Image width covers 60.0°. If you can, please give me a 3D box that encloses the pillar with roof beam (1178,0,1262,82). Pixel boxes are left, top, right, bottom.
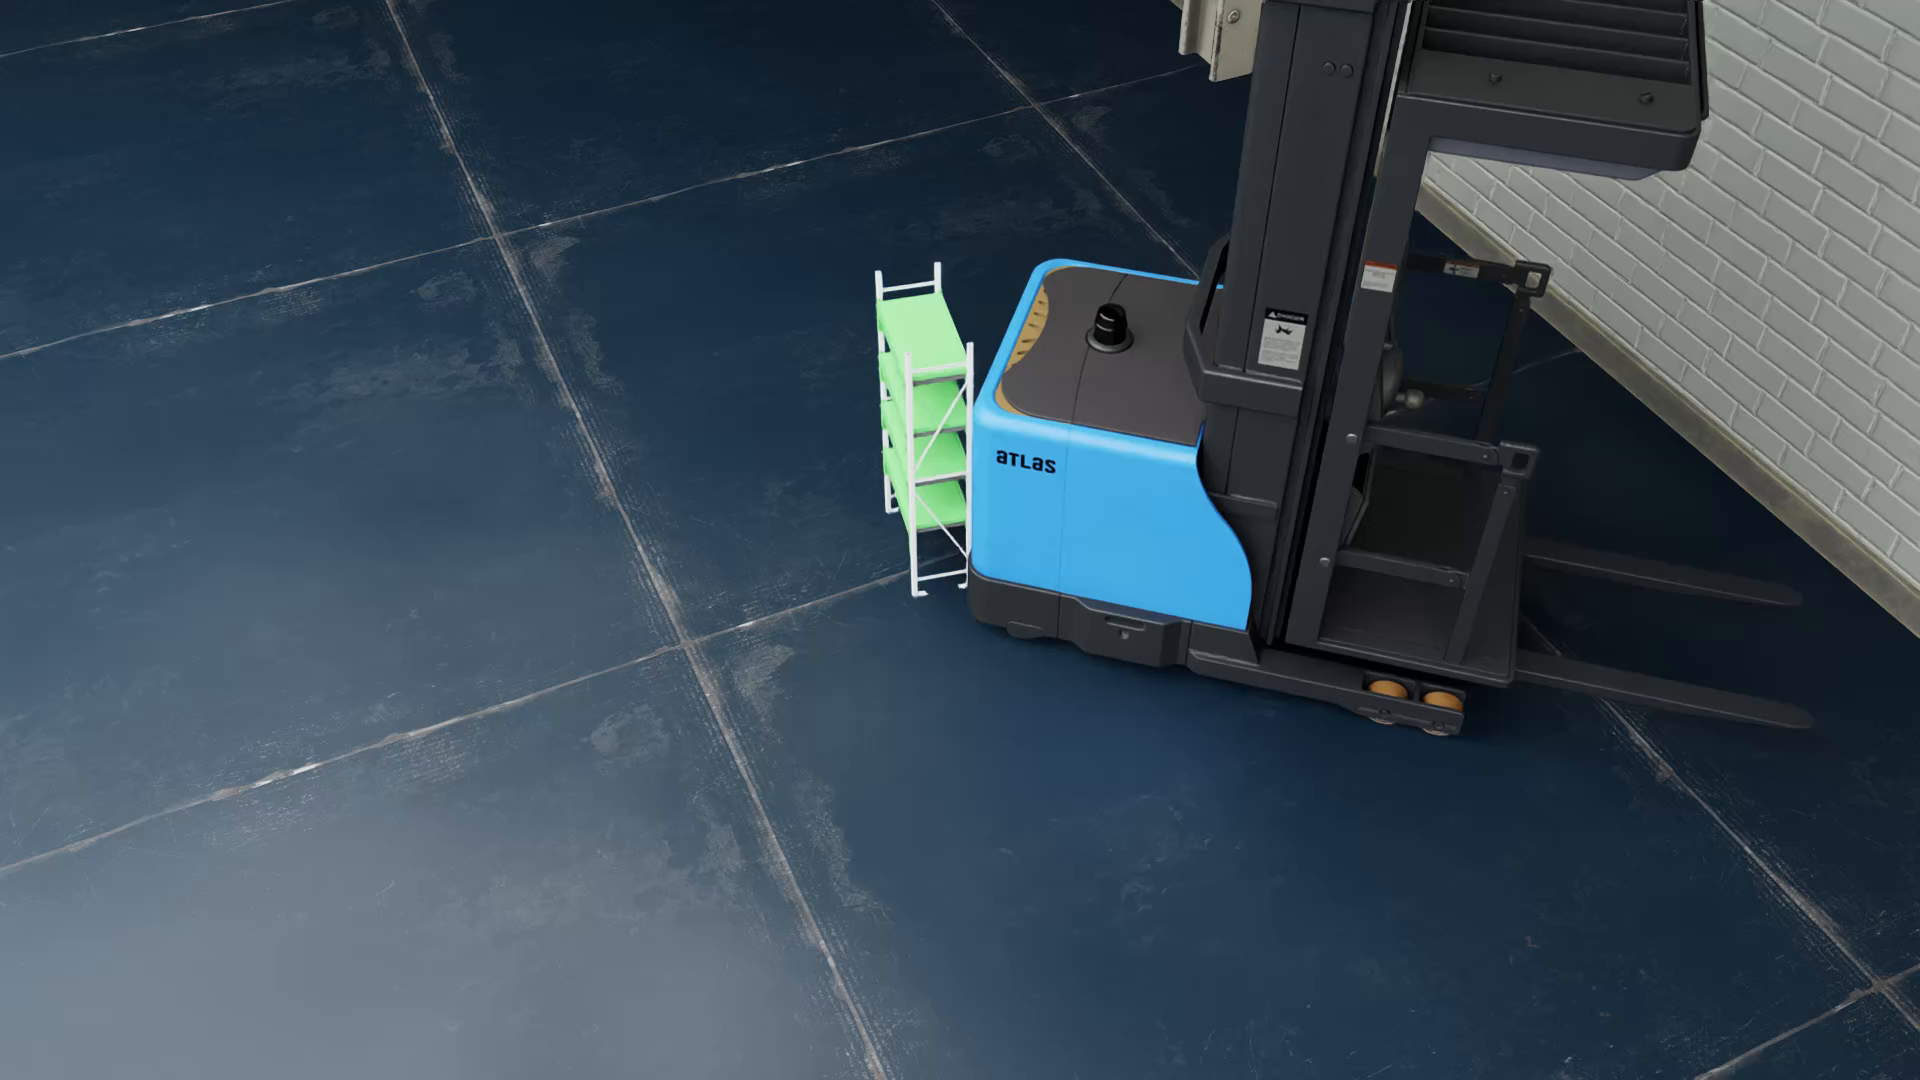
[{"bbox_3d":[-2.423,-4.679,5.085,9.100,9.000,0.400,-18,47,-17],"label":"pillar with roof beam"}]

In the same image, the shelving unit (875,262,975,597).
[{"bbox_3d":[-0.130,-0.397,6.298,0.258,1.200,0.503,-10,45,-10],"label":"shelving unit"}]

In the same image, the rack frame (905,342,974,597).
[{"bbox_3d":[-0.071,-0.230,6.129,0.240,1.200,0.015,-10,45,-10],"label":"rack frame"}]

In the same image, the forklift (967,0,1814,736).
[{"bbox_3d":[1.603,-0.753,5.426,3.031,2.935,1.130,11,46,11],"label":"forklift"}]

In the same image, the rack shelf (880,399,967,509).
[{"bbox_3d":[-0.130,-0.351,6.343,0.258,0.148,0.480,-10,45,-10],"label":"rack shelf"}]

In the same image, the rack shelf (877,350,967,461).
[{"bbox_3d":[-0.130,-0.522,6.174,0.258,0.148,0.480,-10,45,-10],"label":"rack shelf"}]

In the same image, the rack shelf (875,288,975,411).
[{"bbox_3d":[-0.130,-0.693,6.005,0.258,0.148,0.480,-10,45,-10],"label":"rack shelf"}]

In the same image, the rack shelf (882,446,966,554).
[{"bbox_3d":[-0.130,-0.180,6.511,0.258,0.148,0.480,-10,45,-10],"label":"rack shelf"}]

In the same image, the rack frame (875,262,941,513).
[{"bbox_3d":[-0.189,-0.563,6.466,0.240,1.200,0.015,-10,45,-10],"label":"rack frame"}]
